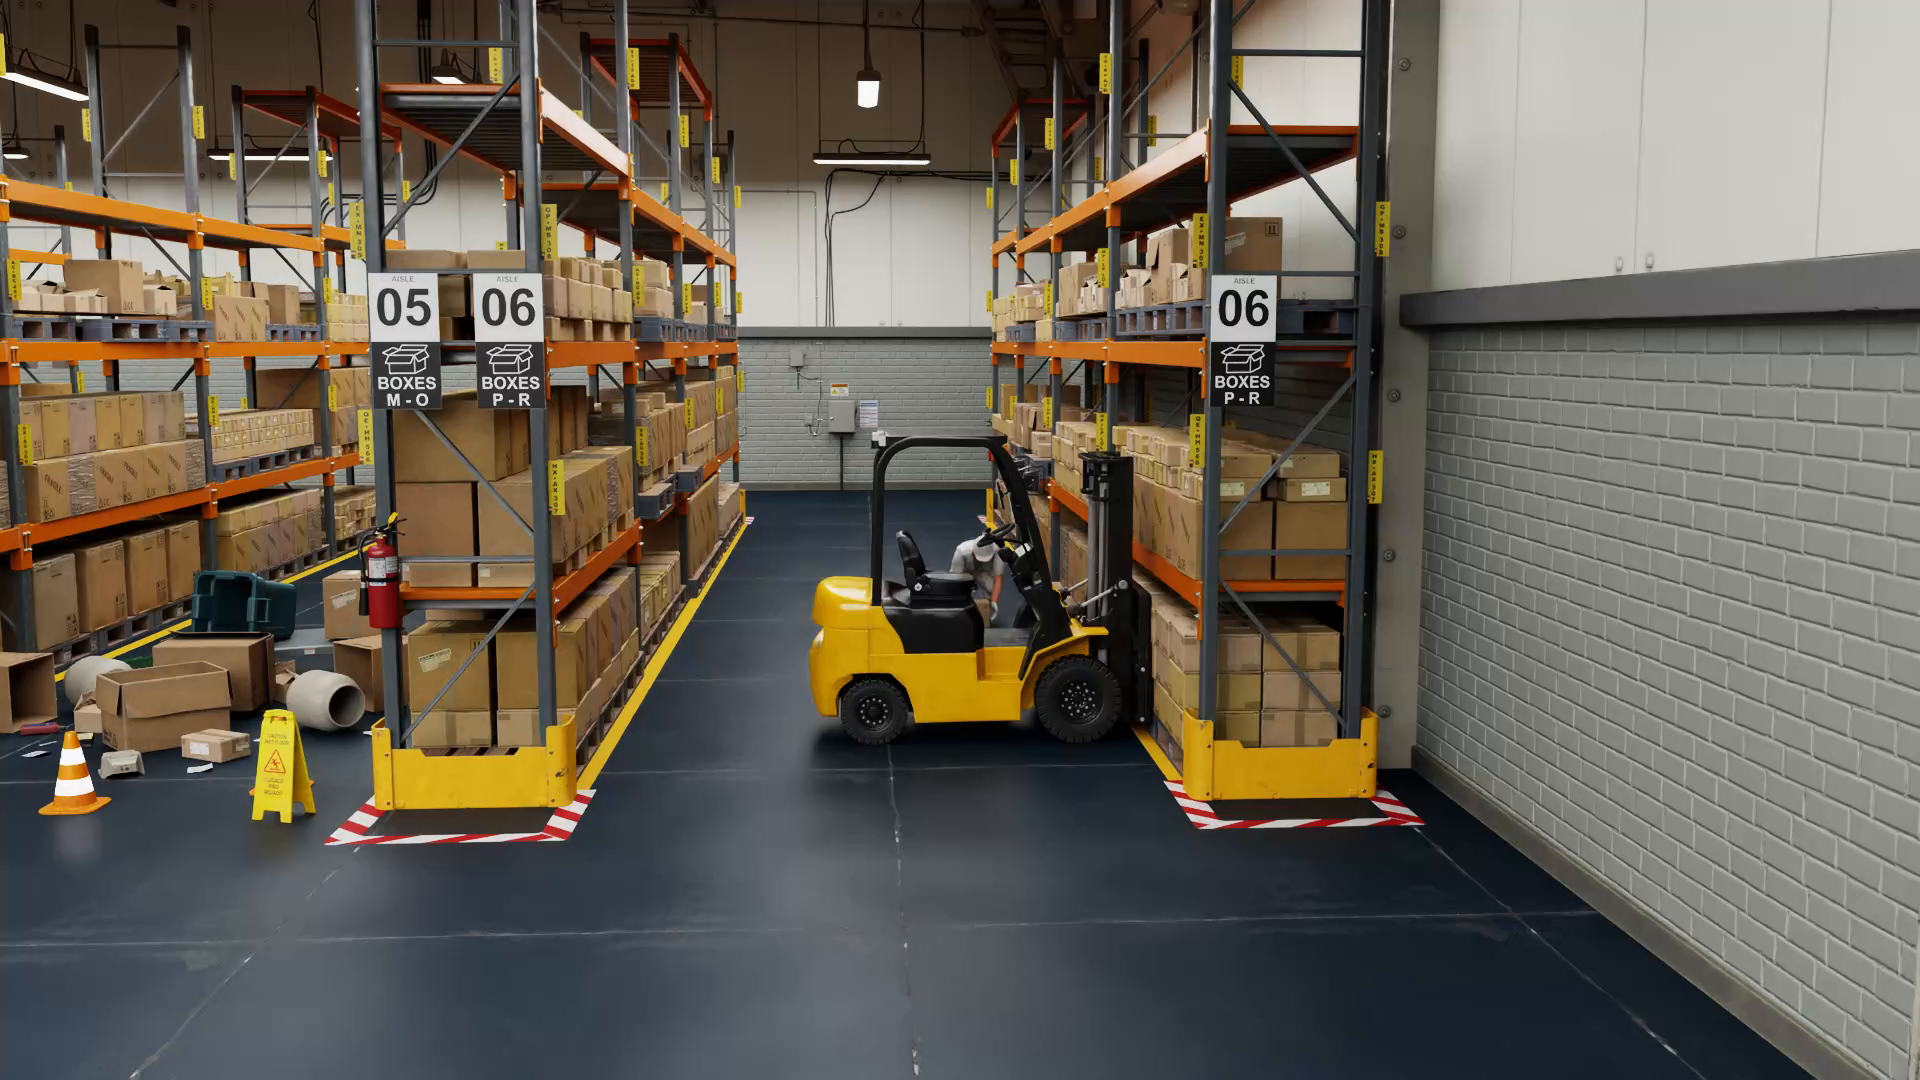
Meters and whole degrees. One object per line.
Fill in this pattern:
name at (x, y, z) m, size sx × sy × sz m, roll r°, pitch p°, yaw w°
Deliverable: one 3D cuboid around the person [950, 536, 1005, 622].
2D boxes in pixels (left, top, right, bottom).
person at (0.162, 0.369, 16.786) m, size 0.567 × 0.909 × 0.883 m, roll 0°, pitch 7°, yaw -4°
